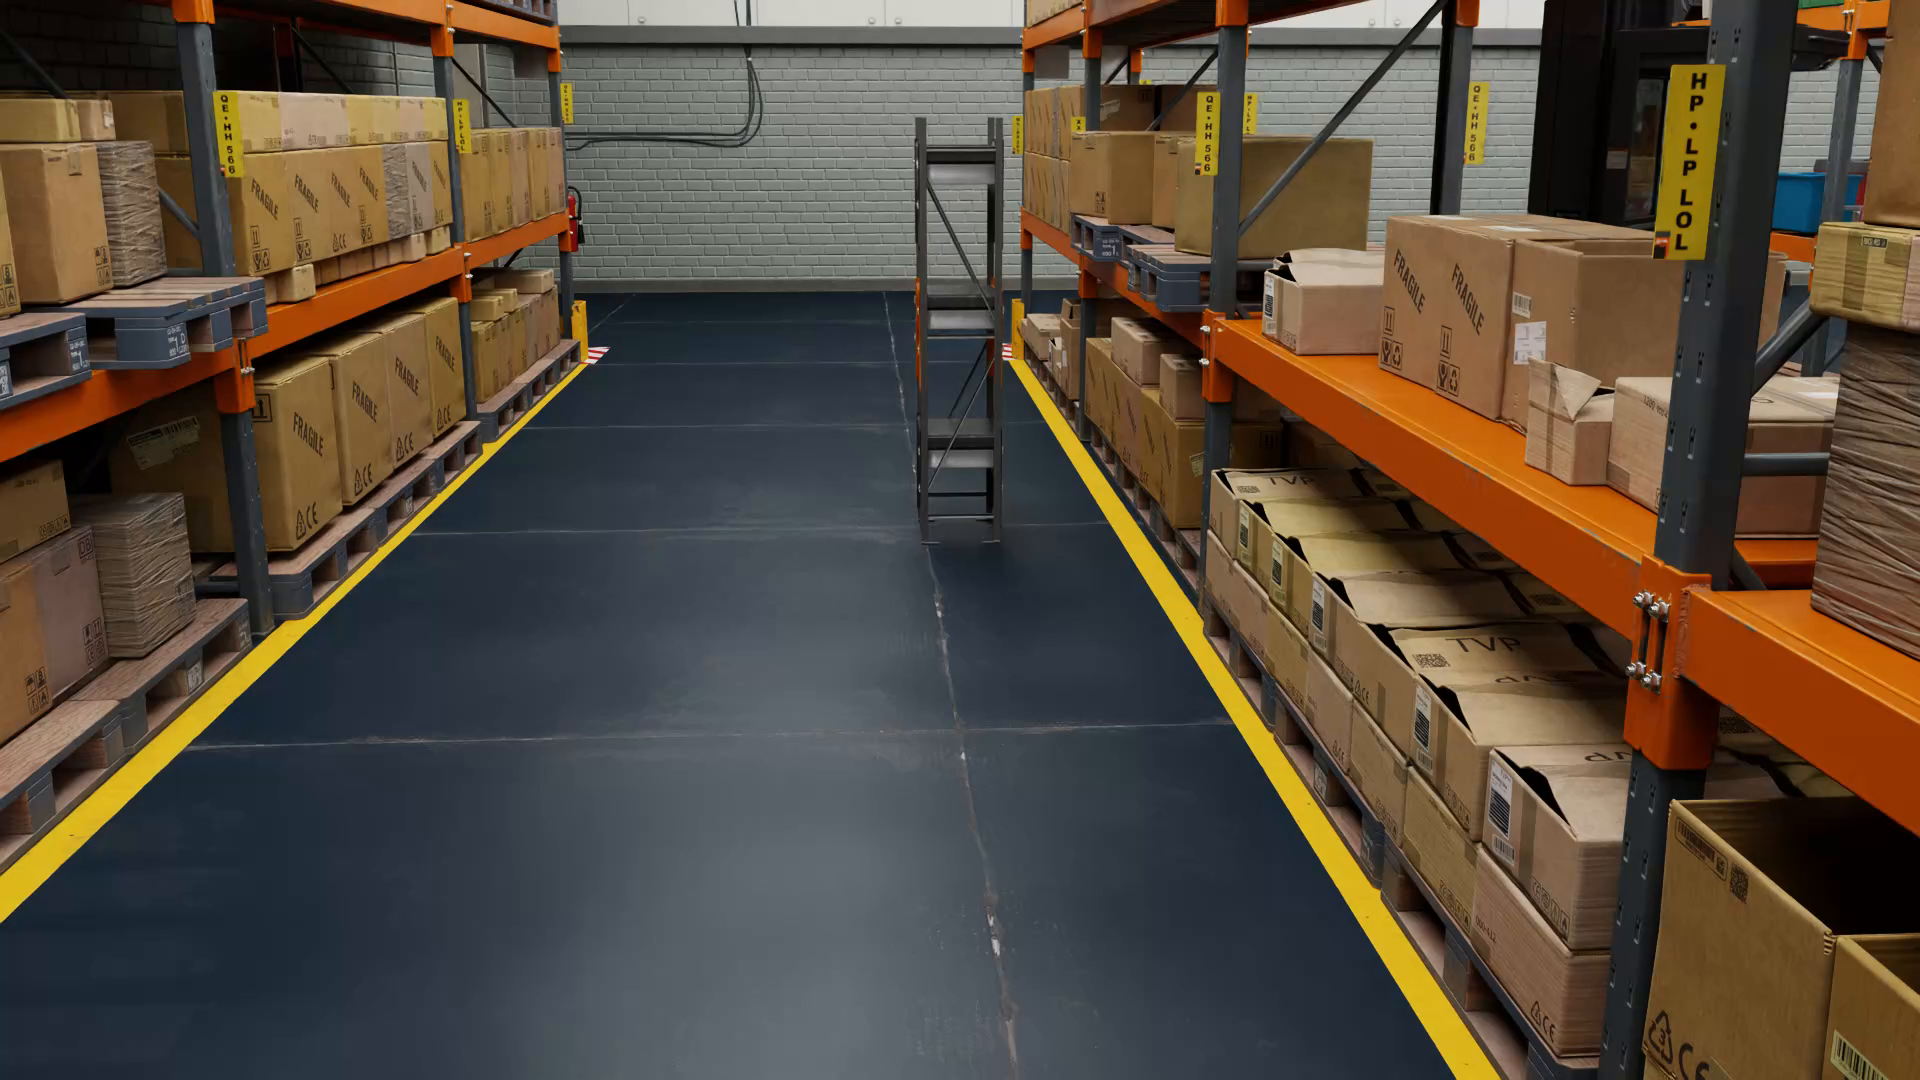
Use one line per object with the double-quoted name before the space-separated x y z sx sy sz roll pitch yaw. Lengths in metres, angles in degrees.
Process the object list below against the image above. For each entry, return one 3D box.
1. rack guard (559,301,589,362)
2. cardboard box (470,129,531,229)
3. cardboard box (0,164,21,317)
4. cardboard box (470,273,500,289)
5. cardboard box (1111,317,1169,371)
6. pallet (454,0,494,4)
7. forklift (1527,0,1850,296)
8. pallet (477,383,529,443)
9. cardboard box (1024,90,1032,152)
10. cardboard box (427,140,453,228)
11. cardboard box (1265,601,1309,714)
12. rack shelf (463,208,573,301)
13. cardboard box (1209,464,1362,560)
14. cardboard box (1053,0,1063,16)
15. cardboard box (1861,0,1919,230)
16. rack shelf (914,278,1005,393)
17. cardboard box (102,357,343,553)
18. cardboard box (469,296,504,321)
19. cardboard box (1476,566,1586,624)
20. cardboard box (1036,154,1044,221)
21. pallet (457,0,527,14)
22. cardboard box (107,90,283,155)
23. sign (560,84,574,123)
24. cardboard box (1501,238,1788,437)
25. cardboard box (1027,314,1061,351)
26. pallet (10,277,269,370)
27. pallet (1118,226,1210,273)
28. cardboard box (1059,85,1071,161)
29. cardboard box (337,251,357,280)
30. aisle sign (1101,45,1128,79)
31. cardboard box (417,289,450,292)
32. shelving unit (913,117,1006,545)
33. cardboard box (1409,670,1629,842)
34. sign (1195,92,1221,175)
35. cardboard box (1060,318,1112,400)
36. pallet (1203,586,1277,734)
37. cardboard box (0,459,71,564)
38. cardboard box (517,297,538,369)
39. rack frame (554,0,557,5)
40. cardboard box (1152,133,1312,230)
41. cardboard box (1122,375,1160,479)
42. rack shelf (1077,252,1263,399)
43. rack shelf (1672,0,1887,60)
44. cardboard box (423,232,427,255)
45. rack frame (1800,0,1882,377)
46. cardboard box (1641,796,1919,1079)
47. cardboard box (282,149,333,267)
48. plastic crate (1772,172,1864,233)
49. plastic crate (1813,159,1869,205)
"rack guard" -3.897 -1.836 14.658 1.175 0.500 0.348 -1 14 -3
"cardboard box" -3.759 -2.688 12.353 0.980 0.700 0.700 -2 15 -6
"cardboard box" -3.261 -0.886 4.867 0.700 0.500 0.500 -1 14 -3
"cardboard box" -3.927 -2.077 13.450 0.380 0.149 0.250 -1 14 -3
"cardboard box" 1.145 -1.116 9.472 0.500 0.250 0.500 -1 14 -3
"pallet" -3.688 -3.659 10.886 1.003 0.211 1.213 -1 14 -3
"forklift" 3.597 -1.408 8.118 3.031 2.935 1.130 11 18 37
"pallet" -3.616 -0.885 11.544 1.003 0.211 1.213 -1 14 -3
"cardboard box" 0.813 -3.536 14.042 0.500 0.500 0.500 0 14 -2
"cardboard box" -3.367 -2.137 9.974 0.500 0.500 0.500 -1 14 -4
"cardboard box" 1.354 0.389 5.670 0.500 0.250 0.500 -1 14 -5
"rack shelf" -3.771 -2.195 12.480 1.077 0.370 4.000 -1 14 -3
"cardboard box" 1.284 -0.137 6.588 0.500 0.311 0.500 0 14 -2
"cardboard box" 0.941 -3.869 11.823 0.500 0.250 0.500 -1 14 -3
"cardboard box" 1.826 -0.700 2.422 0.700 0.500 0.500 -1 14 -3
"rack shelf" -0.010 -1.045 8.428 0.431 0.518 0.480 -1 14 -3
"cardboard box" -3.314 -0.398 7.525 0.750 0.750 0.750 -1 14 -4
"cardboard box" -3.430 -1.628 11.706 0.380 0.149 0.250 0 14 -2
"cardboard box" 1.919 0.234 5.146 0.500 0.311 0.500 0 14 -2
"cardboard box" 0.879 -2.799 13.183 0.500 0.500 0.500 -1 14 -4
"pallet" -3.760 -3.962 12.062 1.003 0.211 1.213 -1 14 -3
"cardboard box" -3.172 -1.740 6.927 0.500 0.250 0.500 -1 14 -2
"sign" -3.353 -3.721 14.169 0.100 0.325 0.005 -1 14 -3
"cardboard box" 1.728 -0.504 4.265 0.500 0.500 0.500 0 14 1
"cardboard box" 0.830 -1.735 13.886 0.500 0.250 0.500 -1 14 -3
"pallet" -3.249 -0.782 5.932 1.213 0.211 1.003 -1 14 -3
"pallet" 1.419 -1.519 8.795 1.003 0.211 1.213 -1 14 -3
"cardboard box" 0.972 -2.905 11.589 0.500 0.500 0.500 -1 14 -5
"cardboard box" -3.295 -1.406 8.433 0.380 0.149 0.250 -1 14 -3
"aisle sign" 1.350 -4.398 14.385 0.394 0.787 0.004 -1 14 -3
"cardboard box" -3.847 -1.760 12.220 0.380 0.149 0.250 -1 14 -3
"shelving unit" -0.010 -1.058 8.425 0.431 2.100 0.503 -1 14 -3
"cardboard box" 1.442 0.498 4.122 0.500 0.311 0.500 0 14 -2
"sign" 1.003 -1.640 6.715 0.100 0.325 0.005 -1 14 -3
"cardboard box" 0.978 -1.263 11.548 0.500 0.500 0.500 -1 14 -3
"pallet" 1.556 0.428 6.441 1.003 0.211 1.213 -1 14 -3
"cardboard box" -3.330 -0.095 5.506 0.500 0.250 0.500 -1 14 -2
"cardboard box" -3.689 -1.611 12.942 0.700 0.500 0.500 -1 14 -5
"rack frame" -3.895 -5.946 13.576 1.000 3.000 0.127 -1 14 -3
"cardboard box" 1.468 -1.936 8.989 0.700 0.500 0.500 -5 15 -18
"cardboard box" 1.182 -0.619 9.045 0.500 0.500 0.500 -1 14 -6
"rack shelf" 1.420 -1.277 8.914 1.077 0.370 4.000 -1 14 -3
"rack shelf" 6.117 -3.800 12.700 1.077 0.370 4.000 -1 14 -3
"cardboard box" -3.334 -1.726 9.680 0.380 0.149 0.250 0 14 -2
"rack frame" 6.241 -2.199 11.051 1.000 3.000 0.127 -1 14 -3
"cardboard box" 1.508 0.752 2.755 0.500 0.500 0.500 -1 14 -3
"cardboard box" -3.197 -1.508 7.530 0.500 0.500 0.500 0 14 -2
"plastic crate" 5.871 -2.331 11.477 0.392 0.384 0.575 -1 14 -3
"plastic crate" 6.436 -2.484 11.914 0.402 0.464 0.583 -1 14 -3
